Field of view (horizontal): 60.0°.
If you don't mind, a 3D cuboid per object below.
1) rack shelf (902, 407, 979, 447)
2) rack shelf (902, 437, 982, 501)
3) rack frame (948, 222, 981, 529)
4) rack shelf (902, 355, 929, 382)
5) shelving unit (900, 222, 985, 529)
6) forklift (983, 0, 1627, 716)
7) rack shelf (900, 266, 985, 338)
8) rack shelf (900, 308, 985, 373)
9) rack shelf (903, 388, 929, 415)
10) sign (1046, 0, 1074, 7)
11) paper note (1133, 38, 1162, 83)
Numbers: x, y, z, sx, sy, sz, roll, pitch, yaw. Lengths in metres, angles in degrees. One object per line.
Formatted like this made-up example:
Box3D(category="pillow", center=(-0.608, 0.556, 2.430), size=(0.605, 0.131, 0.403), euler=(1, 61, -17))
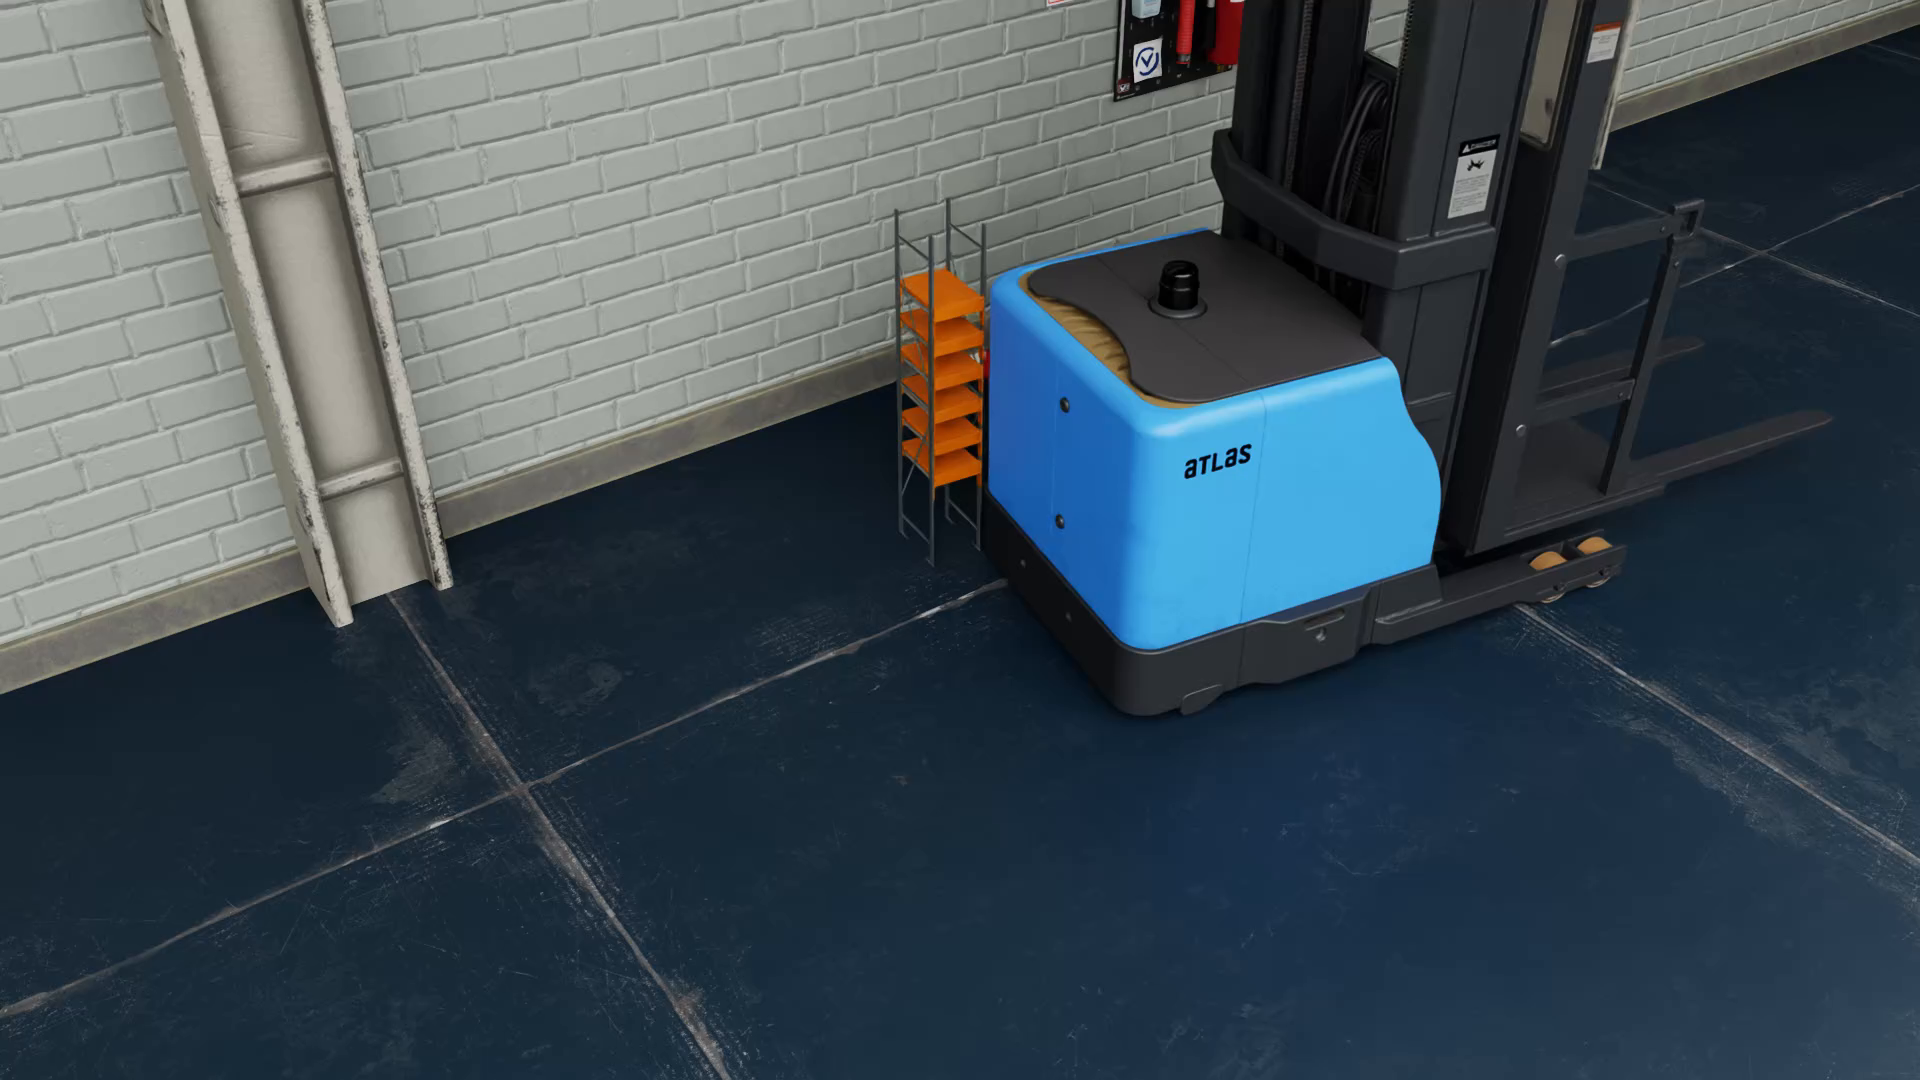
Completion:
Box3D(category="rack shelf", center=(-0.067, -0.376, 5.475), size=(0.171, 0.034, 0.221), euler=(-18, 39, -24))
Box3D(category="rack shelf", center=(-0.068, -0.255, 5.559), size=(0.180, 0.103, 0.258), euler=(-18, 39, -24))
Box3D(category="rack frame", center=(0.014, -0.514, 5.434), size=(0.002, 1.046, 0.228), euler=(-18, 39, -24))
Box3D(category="rack shelf", center=(-0.065, -0.568, 5.343), size=(0.166, 0.020, 0.199), euler=(-18, 39, -24))
Box3D(category="shelving unit", center=(-0.064, -0.490, 5.398), size=(0.183, 1.046, 0.258), euler=(-18, 39, -24))
Box3D(category="forklift", center=(1.635, -1.247, 4.974), size=(3.031, 2.935, 1.130), euler=(-16, 39, -20))
Box3D(category="rack shelf", center=(-0.063, -0.749, 5.218), size=(0.180, 0.103, 0.258), euler=(-18, 39, -24))
Box3D(category="rack shelf", center=(-0.064, -0.650, 5.286), size=(0.180, 0.103, 0.258), euler=(-18, 39, -24))
Box3D(category="rack shelf", center=(-0.066, -0.469, 5.411), size=(0.166, 0.020, 0.199), euler=(-18, 39, -24))
Box3D(category="sign", center=(10.361, -2.162, 6.103), size=(16.451, 0.391, 11.513), euler=(-22, 41, -28))
Box3D(category="paper note", center=(0.744, -1.895, 6.570), size=(0.142, 0.148, 0.016), euler=(-22, 41, -28))
